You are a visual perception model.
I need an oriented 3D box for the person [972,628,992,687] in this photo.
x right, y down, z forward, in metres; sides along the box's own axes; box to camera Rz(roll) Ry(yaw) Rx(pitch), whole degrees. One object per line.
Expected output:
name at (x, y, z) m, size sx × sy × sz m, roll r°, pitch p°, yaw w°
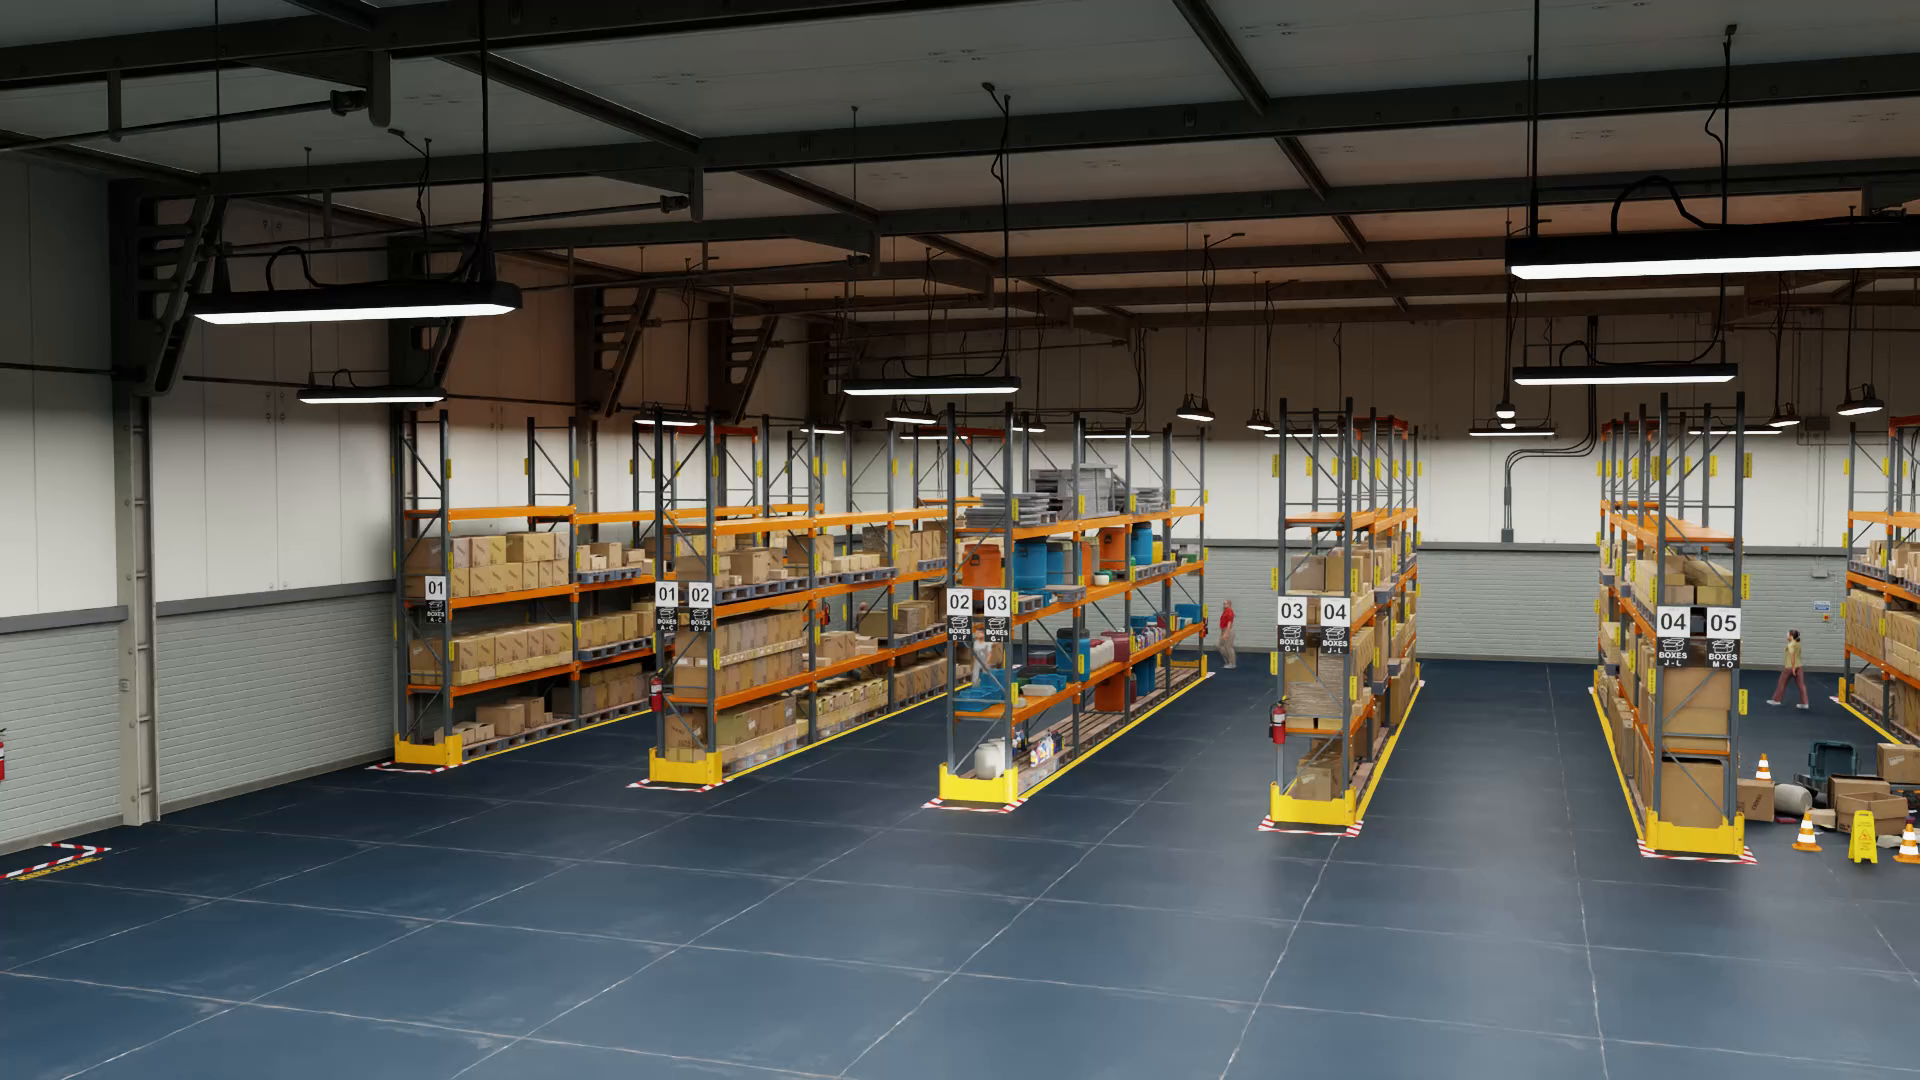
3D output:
person at (0.444, 2.688, 34.895) m, size 0.466 × 1.696 × 0.754 m, roll 1°, pitch 3°, yaw 26°

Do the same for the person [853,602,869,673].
person at (-2.338, 2.387, 40.492) m, size 1.021 × 1.752 × 0.644 m, roll -2°, pitch 3°, yaw -39°

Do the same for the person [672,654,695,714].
person at (-5.322, 2.754, 32.294) m, size 0.564 × 1.681 × 0.931 m, roll 0°, pitch 2°, yaw -7°

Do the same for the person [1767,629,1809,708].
person at (17.408, 2.673, 34.816) m, size 0.421 × 1.612 × 0.961 m, roll -1°, pitch 3°, yaw -17°

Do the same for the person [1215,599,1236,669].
person at (6.655, 2.367, 41.541) m, size 0.463 × 1.767 × 0.564 m, roll 0°, pitch 2°, yaw -6°
